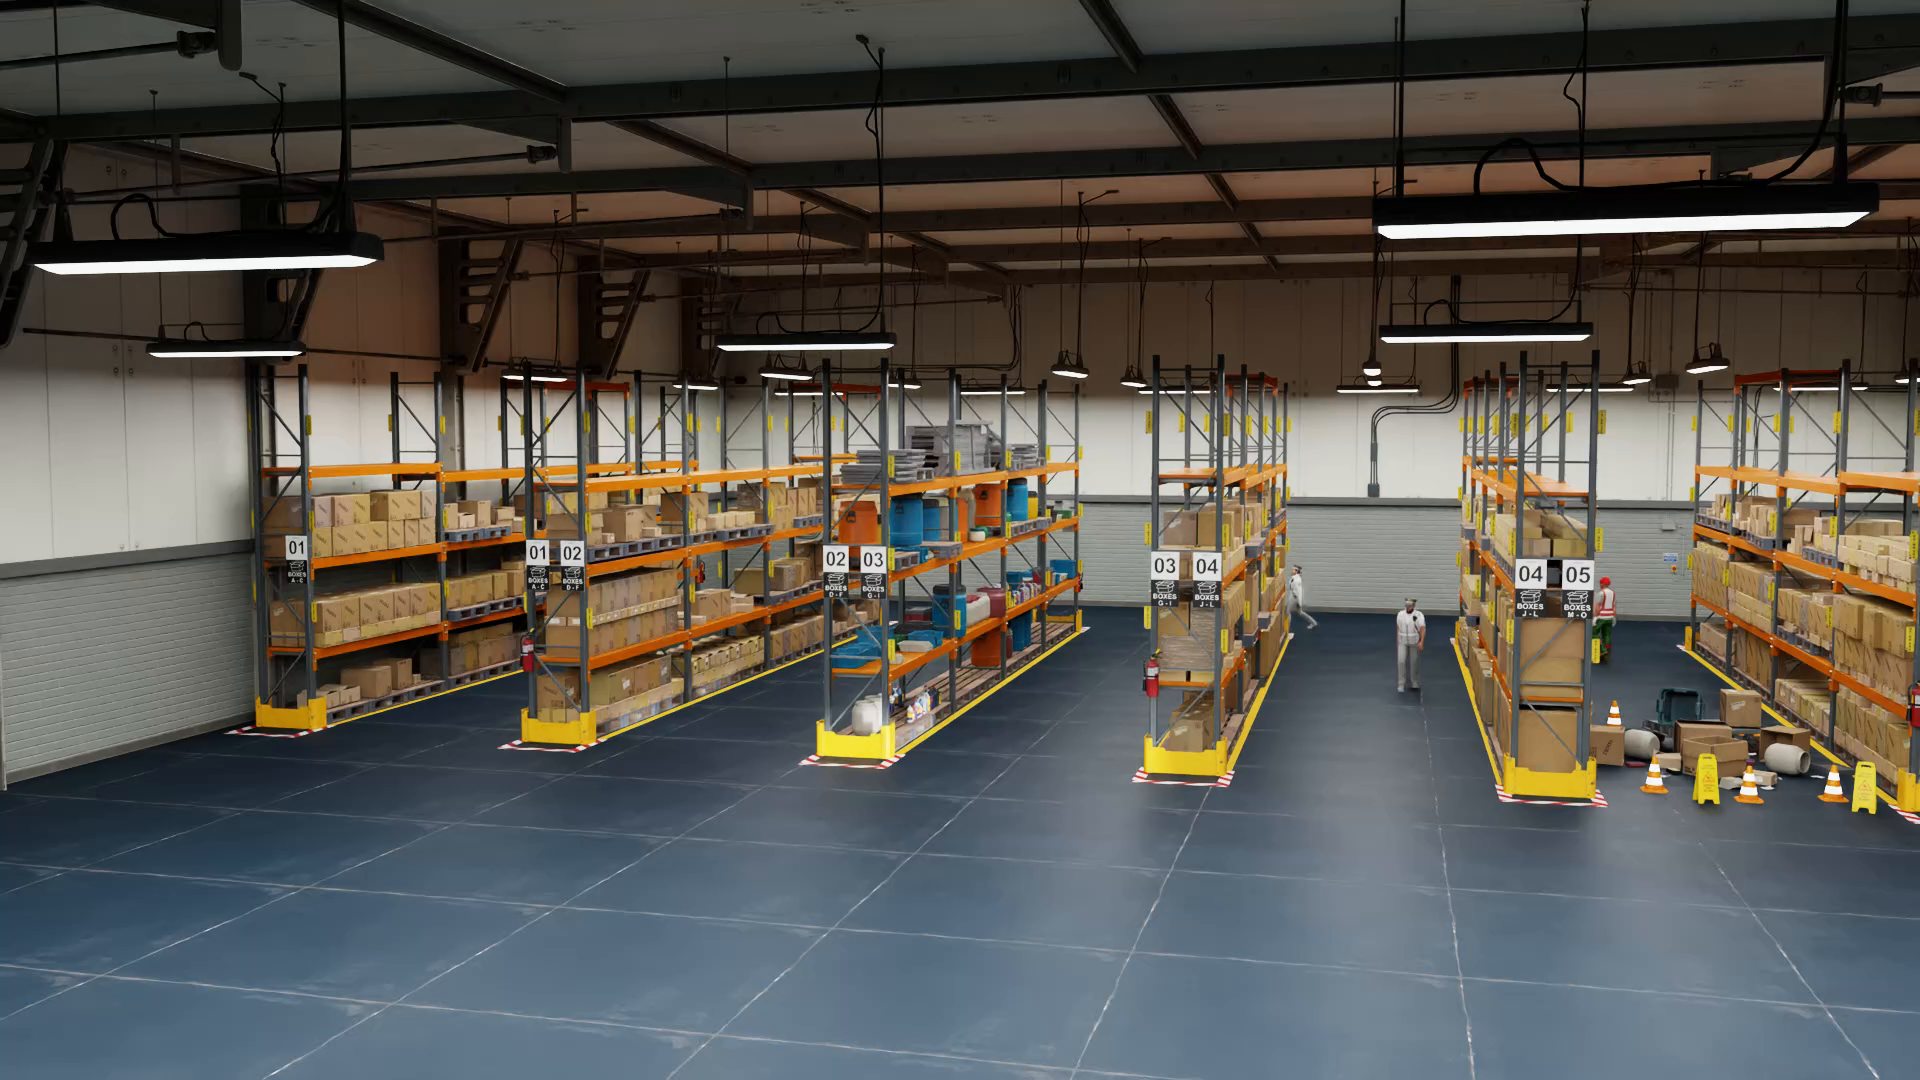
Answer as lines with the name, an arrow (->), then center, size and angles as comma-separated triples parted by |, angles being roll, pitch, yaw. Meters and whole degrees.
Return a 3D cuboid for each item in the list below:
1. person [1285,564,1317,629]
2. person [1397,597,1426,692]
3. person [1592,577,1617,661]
person -> 8.158, 1.399, 40.200 | 0.970, 1.638, 0.451 | 1, 4, 14
person -> 8.511, 1.965, 31.433 | 0.569, 1.766, 0.703 | 2, 4, 25
person -> 13.692, 1.679, 35.276 | 0.598, 1.791, 0.485 | -2, 4, -23
